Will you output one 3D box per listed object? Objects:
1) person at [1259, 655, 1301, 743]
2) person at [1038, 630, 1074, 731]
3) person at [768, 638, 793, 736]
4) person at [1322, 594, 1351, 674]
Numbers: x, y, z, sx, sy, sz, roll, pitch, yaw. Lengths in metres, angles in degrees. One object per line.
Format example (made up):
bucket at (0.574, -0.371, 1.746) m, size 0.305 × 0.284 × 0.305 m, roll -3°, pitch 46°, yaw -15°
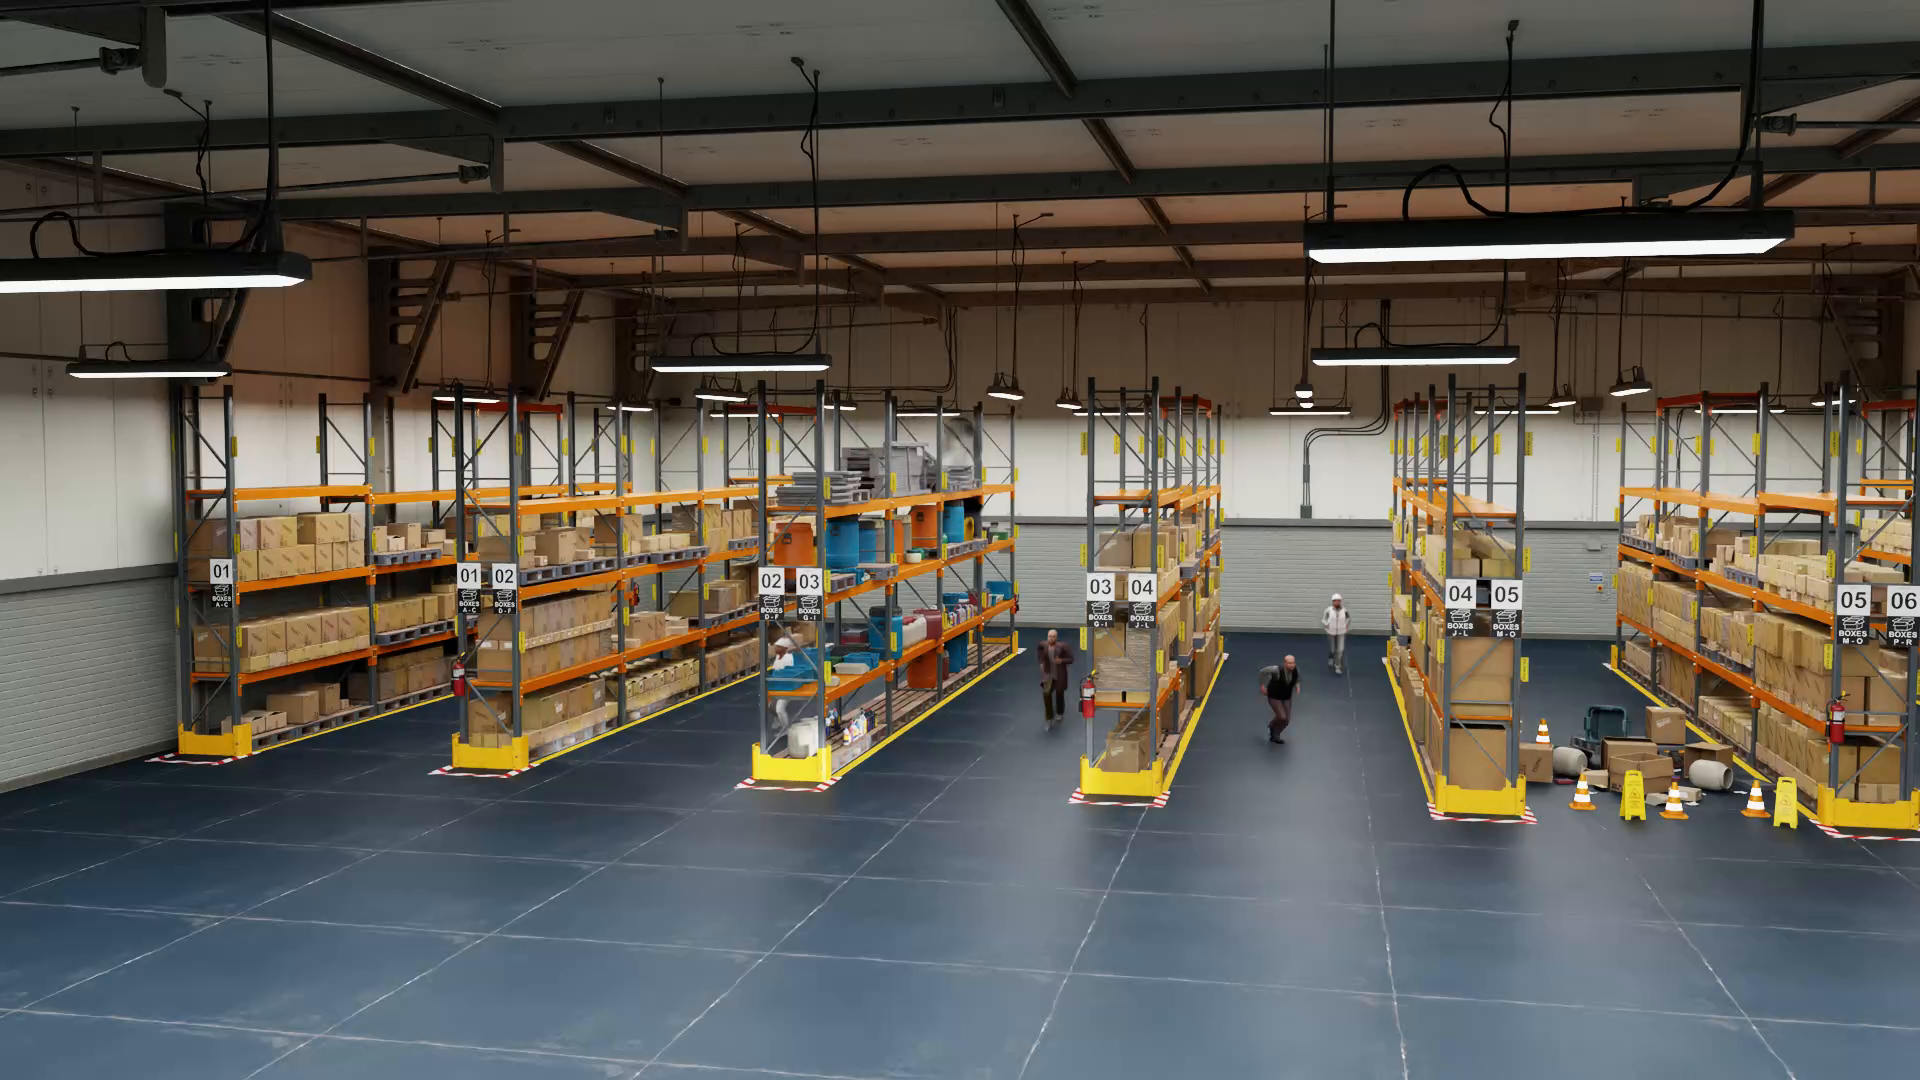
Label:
person at (5.354, 2.725, 27.795) m, size 0.685 × 1.443 × 0.865 m, roll -1°, pitch 3°, yaw -17°
person at (1.713, 2.474, 29.725) m, size 0.699 × 1.800 × 1.046 m, roll 1°, pitch 3°, yaw 12°
person at (-3.082, 2.547, 28.729) m, size 0.807 × 1.720 × 0.606 m, roll 3°, pitch 4°, yaw 42°
person at (8.355, 2.062, 36.922) m, size 0.651 × 1.754 × 0.876 m, roll 0°, pitch 3°, yaw 7°
